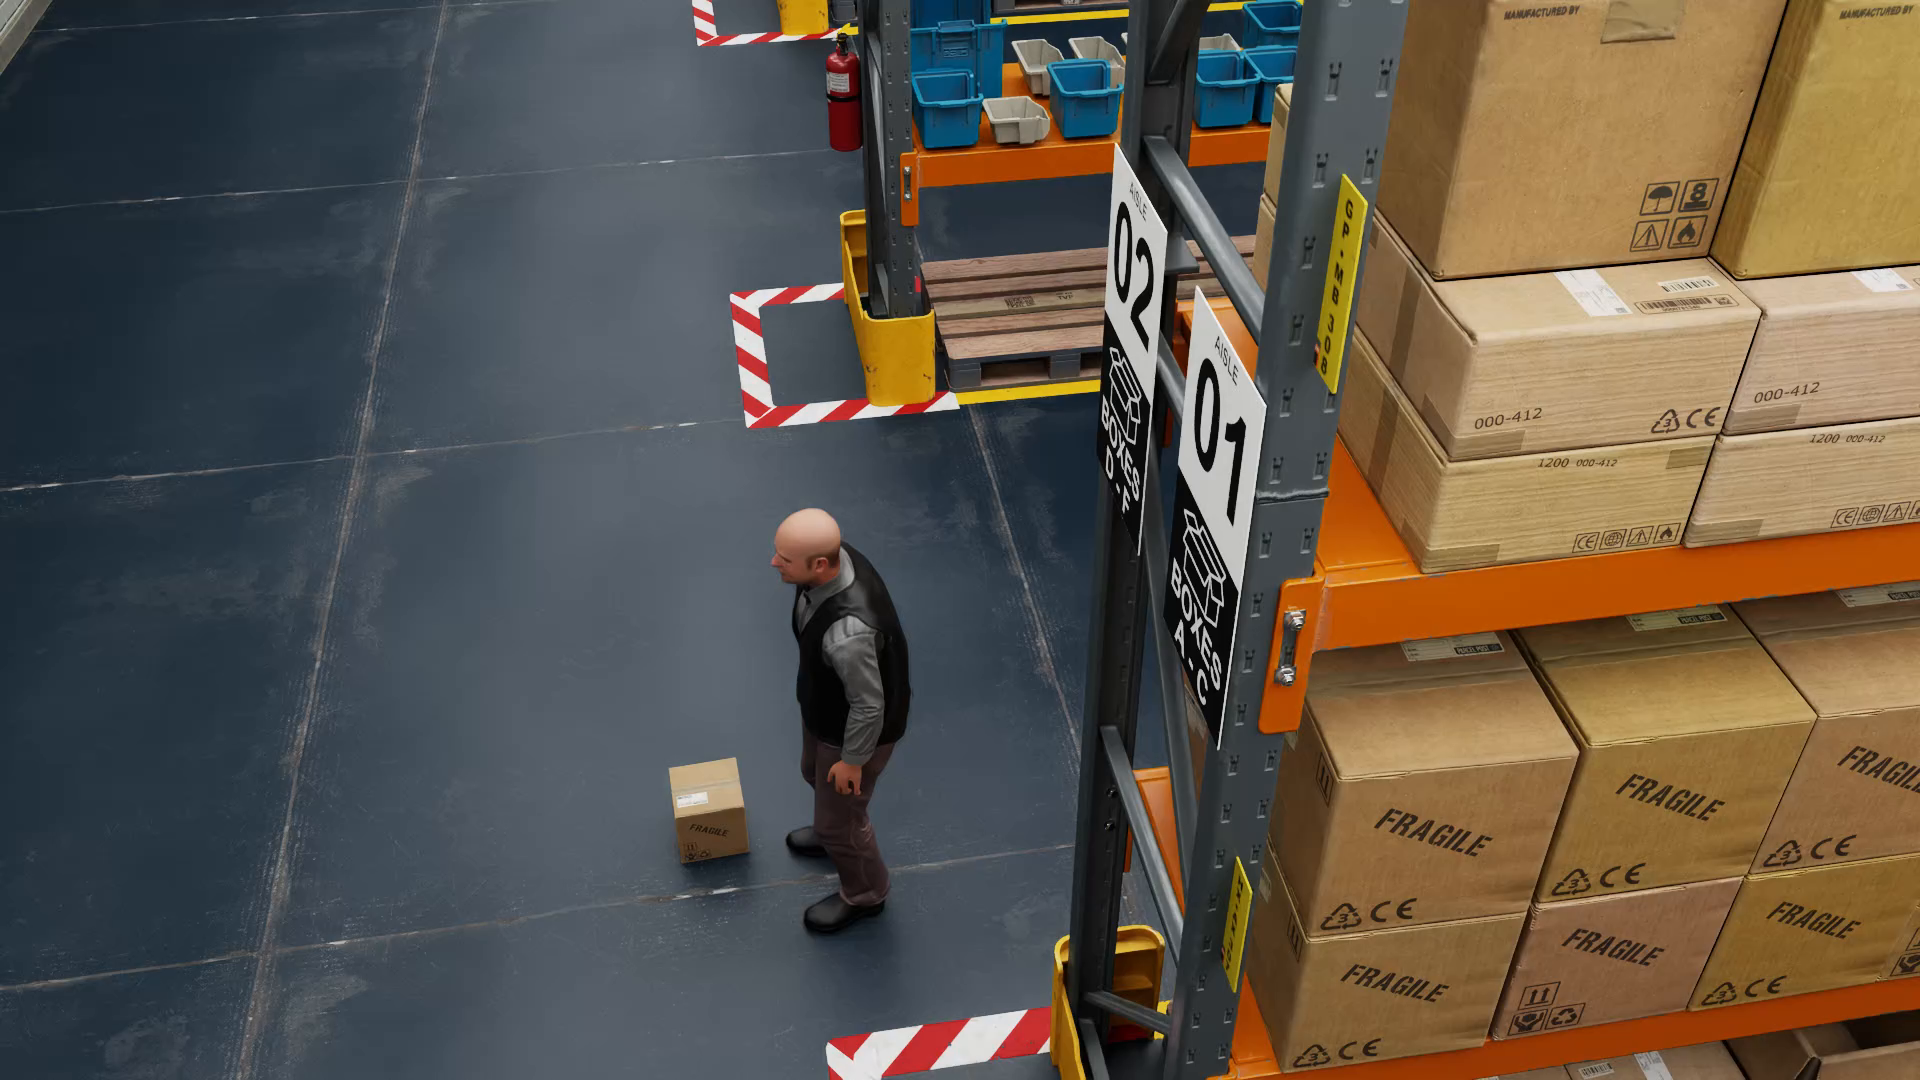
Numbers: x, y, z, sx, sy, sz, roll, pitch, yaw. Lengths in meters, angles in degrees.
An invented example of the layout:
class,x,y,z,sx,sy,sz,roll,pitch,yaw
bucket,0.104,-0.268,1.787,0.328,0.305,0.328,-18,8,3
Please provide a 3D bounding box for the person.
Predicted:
class,x,y,z,sx,sy,sz,roll,pitch,yaw
person,-0.391,0.573,5.450,0.400,1.720,0.587,-10,39,-12
